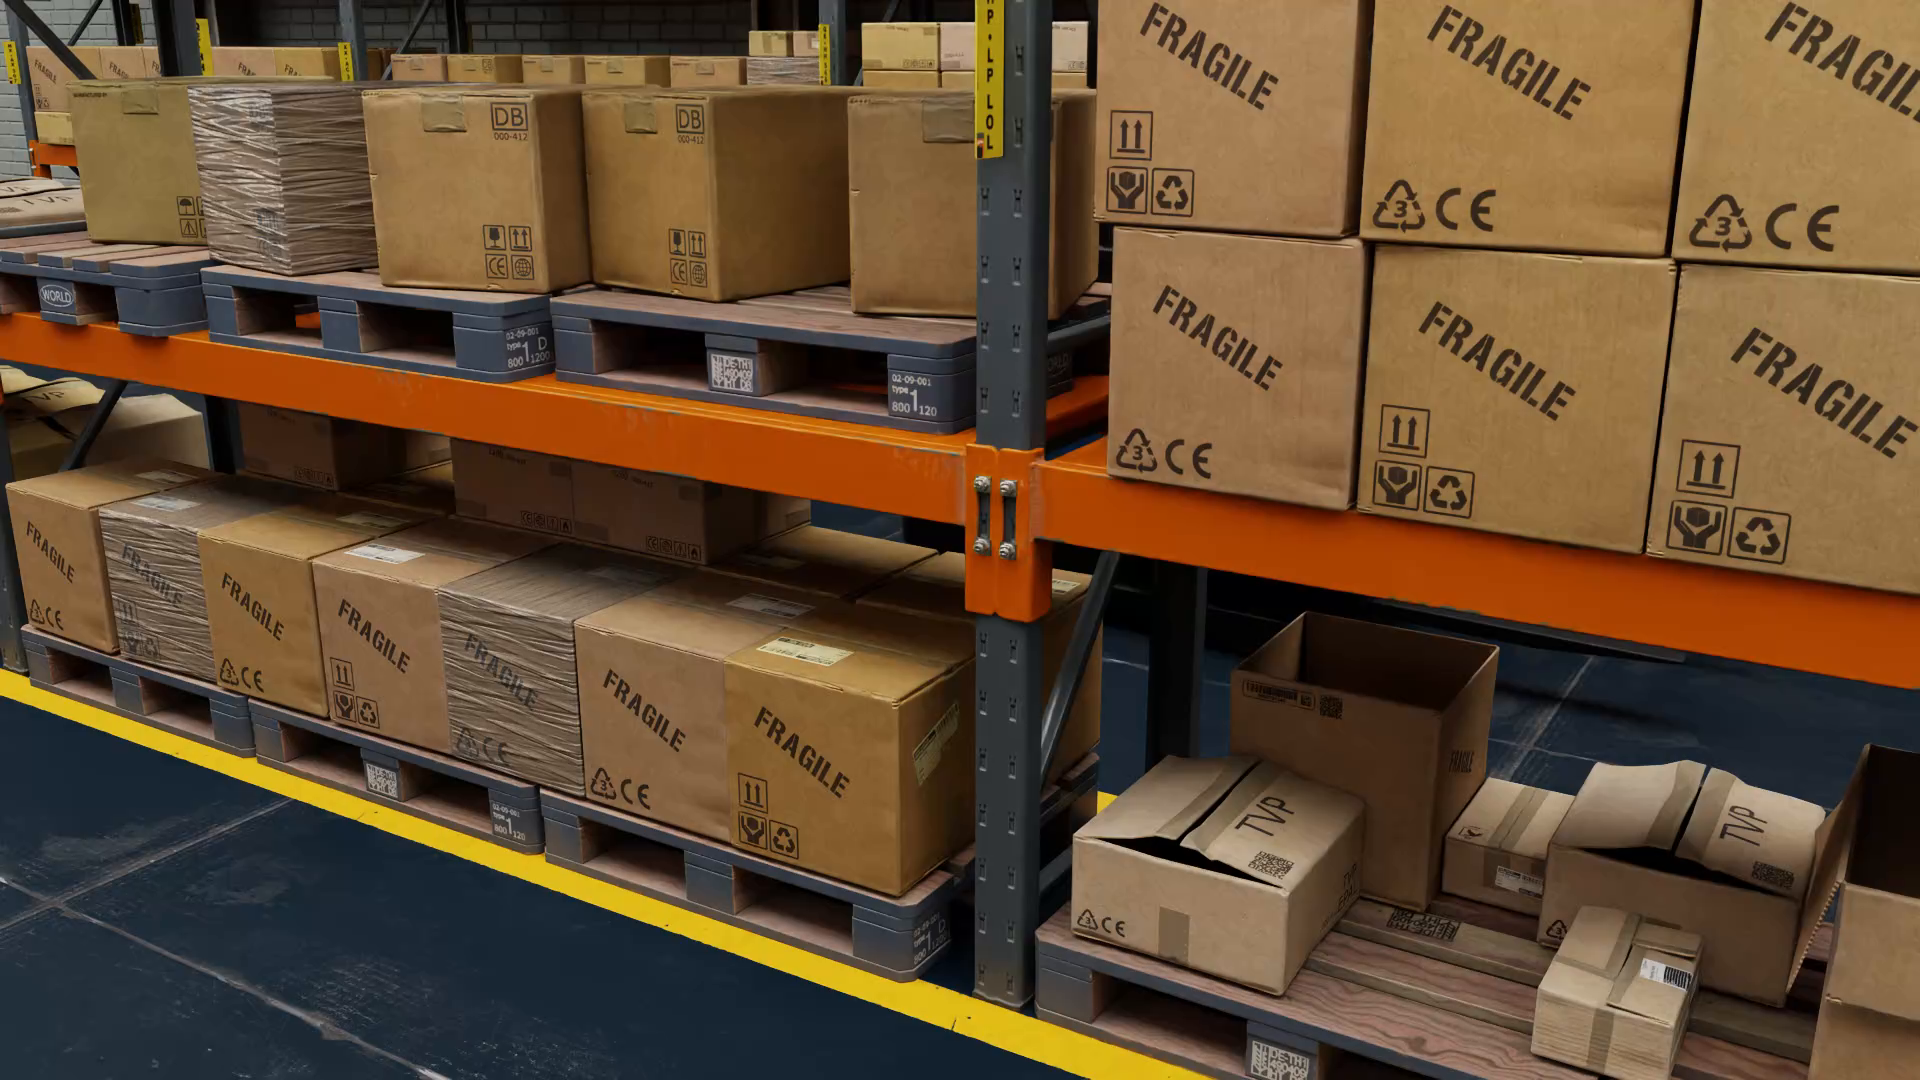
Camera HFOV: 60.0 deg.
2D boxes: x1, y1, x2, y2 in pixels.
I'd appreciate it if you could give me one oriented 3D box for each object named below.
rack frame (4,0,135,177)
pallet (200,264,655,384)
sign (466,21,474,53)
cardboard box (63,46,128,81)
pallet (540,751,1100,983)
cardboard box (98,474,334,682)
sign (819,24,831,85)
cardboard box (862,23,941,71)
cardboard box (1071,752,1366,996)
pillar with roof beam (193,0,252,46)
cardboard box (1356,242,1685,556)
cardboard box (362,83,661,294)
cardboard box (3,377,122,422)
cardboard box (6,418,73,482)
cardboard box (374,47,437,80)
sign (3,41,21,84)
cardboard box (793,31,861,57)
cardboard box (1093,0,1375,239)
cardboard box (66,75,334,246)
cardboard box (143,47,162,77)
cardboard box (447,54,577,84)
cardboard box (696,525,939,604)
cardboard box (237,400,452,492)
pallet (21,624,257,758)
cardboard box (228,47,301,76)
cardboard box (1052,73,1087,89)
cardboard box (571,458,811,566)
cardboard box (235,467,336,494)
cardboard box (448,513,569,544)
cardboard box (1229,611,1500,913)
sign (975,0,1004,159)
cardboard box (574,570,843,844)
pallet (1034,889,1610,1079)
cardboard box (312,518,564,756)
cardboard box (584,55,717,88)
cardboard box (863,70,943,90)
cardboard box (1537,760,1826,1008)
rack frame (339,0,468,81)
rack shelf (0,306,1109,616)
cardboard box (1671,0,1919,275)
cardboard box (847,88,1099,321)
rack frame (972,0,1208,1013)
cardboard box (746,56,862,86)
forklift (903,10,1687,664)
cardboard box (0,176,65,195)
[{"bbox_3d":[-7.292,-3.537,13.864,0.127,3.000,1.000,10,20,30],"label":"rack frame"},{"bbox_3d":[-1.405,-0.706,4.875,1.213,0.211,1.003,10,20,30],"label":"pallet"},{"bbox_3d":[-3.596,-3.620,12.147,0.005,0.325,0.100,10,20,30],"label":"sign"},{"bbox_3d":[-6.627,-3.609,13.034,0.500,0.500,0.500,10,20,30],"label":"cardboard box"},{"bbox_3d":[-0.369,0.736,4.596,1.213,0.211,1.003,10,20,30],"label":"pallet"},{"bbox_3d":[-2.377,0.111,5.398,0.500,0.500,0.500,9,19,28],"label":"cardboard box"},{"bbox_3d":[-0.751,-2.700,9.254,0.005,0.325,0.100,10,20,30],"label":"sign"},{"bbox_3d":[-0.199,-2.741,9.236,0.500,0.250,0.500,11,20,31],"label":"cardboard box"},{"bbox_3d":[0.589,0.709,3.754,0.500,0.311,0.500,10,20,30],"label":"cardboard box"},{"bbox_3d":[-8.496,-5.449,9.837,0.400,9.000,9.100,10,20,30],"label":"pillar with roof beam"},{"bbox_3d":[1.074,-0.310,3.068,0.500,0.500,0.500,11,20,31],"label":"cardboard box"},{"bbox_3d":[-1.194,-0.986,4.573,0.500,0.500,0.700,5,18,16],"label":"cardboard box"},{"bbox_3d":[-3.809,-0.476,6.832,0.500,0.311,0.500,10,19,29],"label":"cardboard box"},{"bbox_3d":[-3.640,-0.265,6.136,0.500,0.311,0.500,11,20,31],"label":"cardboard box"},{"bbox_3d":[-4.175,-3.348,12.176,0.500,0.500,0.500,10,19,29],"label":"cardboard box"},{"bbox_3d":[-7.576,-3.817,13.296,0.005,0.325,0.100,10,20,30],"label":"sign"},{"bbox_3d":[-0.785,-2.934,9.833,0.250,0.149,0.380,7,18,23],"label":"cardboard box"},{"bbox_3d":[0.598,-0.869,3.189,0.500,0.500,0.500,11,20,31],"label":"cardboard box"},{"bbox_3d":[-2.469,-1.273,5.518,0.500,0.500,0.700,4,17,12],"label":"cardboard box"},{"bbox_3d":[-5.744,-3.453,12.521,0.500,0.500,0.500,11,20,32],"label":"cardboard box"},{"bbox_3d":[-2.995,-3.014,11.214,0.500,0.500,0.700,13,21,36],"label":"cardboard box"},{"bbox_3d":[-0.401,0.289,4.812,0.500,0.500,0.500,10,20,31],"label":"cardboard box"},{"bbox_3d":[-2.094,-0.374,5.706,0.500,0.250,0.500,11,20,32],"label":"cardboard box"},{"bbox_3d":[-2.448,0.365,5.818,1.213,0.211,1.003,10,20,30],"label":"pallet"},{"bbox_3d":[-4.877,-3.295,12.001,0.500,0.500,0.500,10,20,30],"label":"cardboard box"},{"bbox_3d":[0.669,-2.225,8.826,0.500,0.500,0.500,10,20,30],"label":"cardboard box"},{"bbox_3d":[-0.793,-0.143,4.946,0.500,0.250,0.500,10,20,30],"label":"cardboard box"},{"bbox_3d":[-2.145,-0.023,5.840,0.500,0.500,0.500,11,20,32],"label":"cardboard box"},{"bbox_3d":[-1.253,0.134,5.322,0.500,0.500,0.500,9,19,28],"label":"cardboard box"},{"bbox_3d":[0.978,0.518,4.060,0.500,0.500,0.500,10,20,30],"label":"cardboard box"},{"bbox_3d":[0.057,-0.900,3.192,0.005,0.325,0.100,10,20,30],"label":"sign"},{"bbox_3d":[-0.643,0.420,4.381,0.500,0.500,0.500,10,20,30],"label":"cardboard box"},{"bbox_3d":[0.929,0.955,3.875,1.213,0.211,1.003,10,20,30],"label":"pallet"},{"bbox_3d":[-1.505,0.267,4.886,0.500,0.500,0.500,9,19,28],"label":"cardboard box"},{"bbox_3d":[-1.954,-2.831,10.612,0.500,0.500,0.700,10,20,30],"label":"cardboard box"},{"bbox_3d":[-0.195,-2.382,9.345,0.500,0.500,0.500,11,20,32],"label":"cardboard box"},{"bbox_3d":[1.617,0.722,3.711,0.500,0.311,0.500,10,20,30],"label":"cardboard box"},{"bbox_3d":[-3.884,-2.928,11.861,0.127,3.000,1.000,10,20,30],"label":"rack frame"},{"bbox_3d":[-1.360,-0.444,4.920,4.000,0.370,1.077,10,20,30],"label":"rack shelf"},{"bbox_3d":[1.476,-0.712,2.673,0.500,0.500,0.500,9,19,28],"label":"cardboard box"},{"bbox_3d":[0.057,-0.860,4.158,0.500,0.500,0.700,4,17,12],"label":"cardboard box"},{"bbox_3d":[0.344,-0.484,3.814,0.127,3.000,1.000,10,20,30],"label":"rack frame"},{"bbox_3d":[-0.881,-2.647,10.007,0.500,0.500,0.700,8,18,24],"label":"cardboard box"},{"bbox_3d":[1.264,-1.128,6.052,3.031,2.935,1.130,11,20,33],"label":"forklift"},{"bbox_3d":[-3.725,-1.234,6.436,0.500,0.311,0.500,10,19,29],"label":"cardboard box"}]
